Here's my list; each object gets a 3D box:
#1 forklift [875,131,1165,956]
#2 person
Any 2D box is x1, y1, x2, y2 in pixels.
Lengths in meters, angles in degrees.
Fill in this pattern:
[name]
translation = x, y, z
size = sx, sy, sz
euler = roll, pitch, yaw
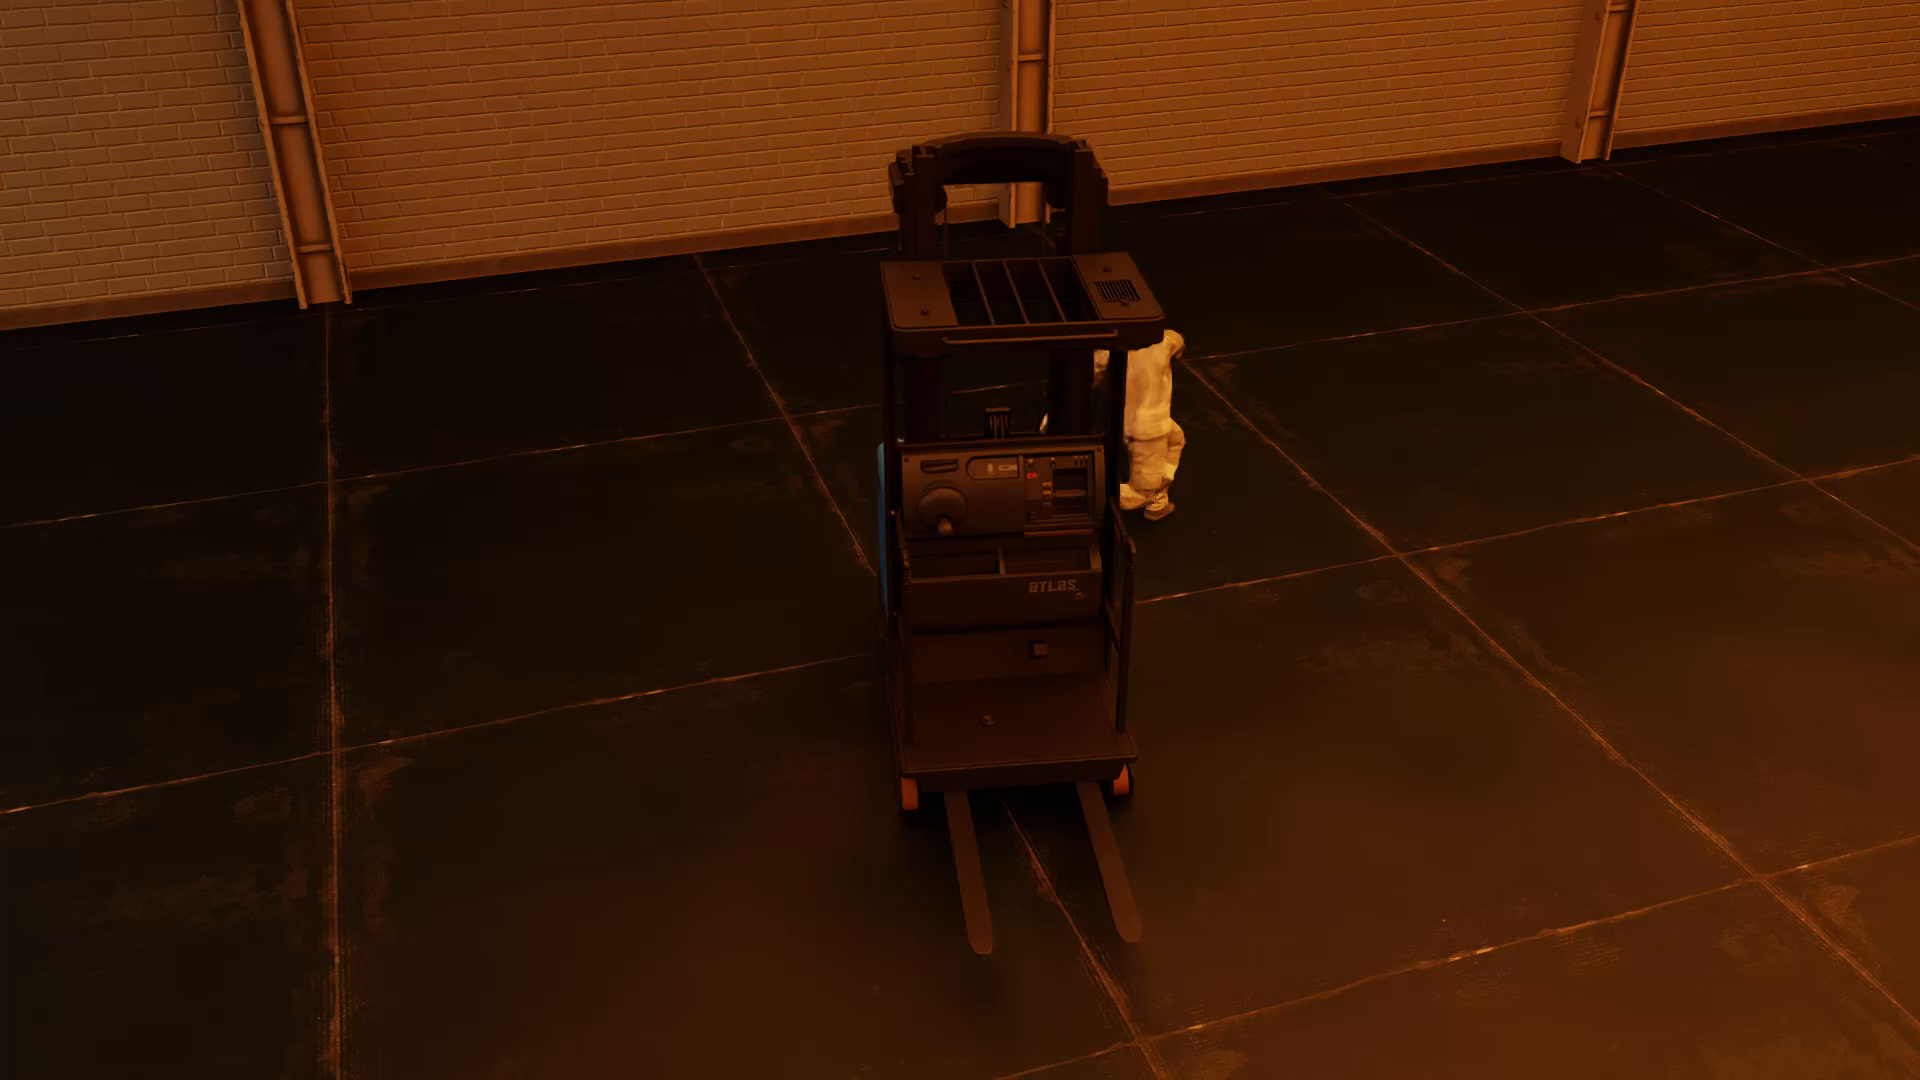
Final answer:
[forklift]
translation = 0.226, -0.179, 7.399
size = 1.130, 2.935, 3.031
euler = -3, 30, -6
[person]
translation = 0.937, -0.755, 9.866
size = 0.952, 1.541, 0.686
euler = -25, 39, -37
